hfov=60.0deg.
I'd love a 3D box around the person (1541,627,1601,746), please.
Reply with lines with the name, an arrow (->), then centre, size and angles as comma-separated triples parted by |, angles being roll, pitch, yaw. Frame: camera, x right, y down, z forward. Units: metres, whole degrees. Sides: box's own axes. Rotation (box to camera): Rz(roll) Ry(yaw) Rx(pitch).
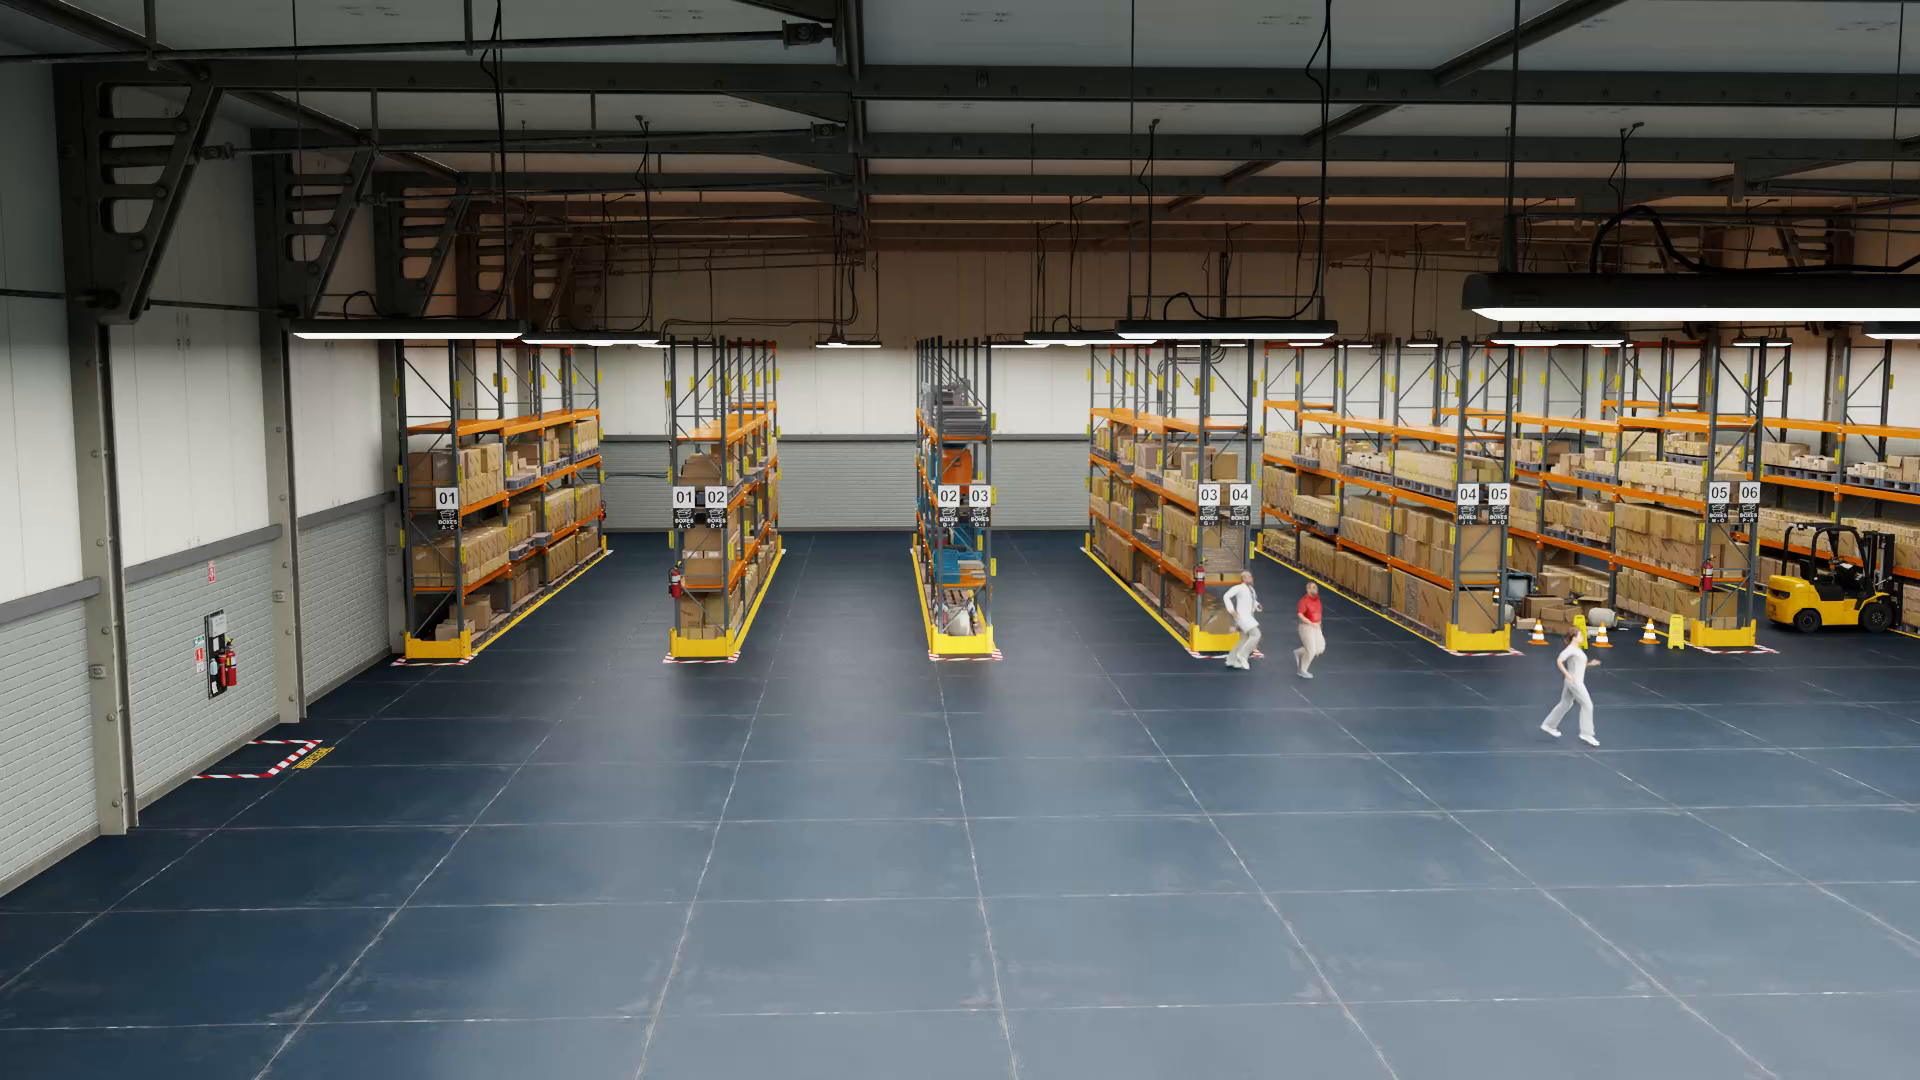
person -> 8.958, 2.127, 24.330 | 0.830, 1.707, 0.541 | 2, 7, 20

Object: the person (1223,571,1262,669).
person -> 5.168, 1.438, 30.090 | 0.678, 1.737, 0.720 | 4, 7, 29

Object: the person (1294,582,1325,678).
person -> 6.163, 1.572, 29.313 | 0.668, 1.691, 0.684 | 6, 9, 44

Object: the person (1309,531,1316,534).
person -> 10.500, -0.732, 49.178 | 0.719, 1.791, 0.701 | 0, 6, -2
